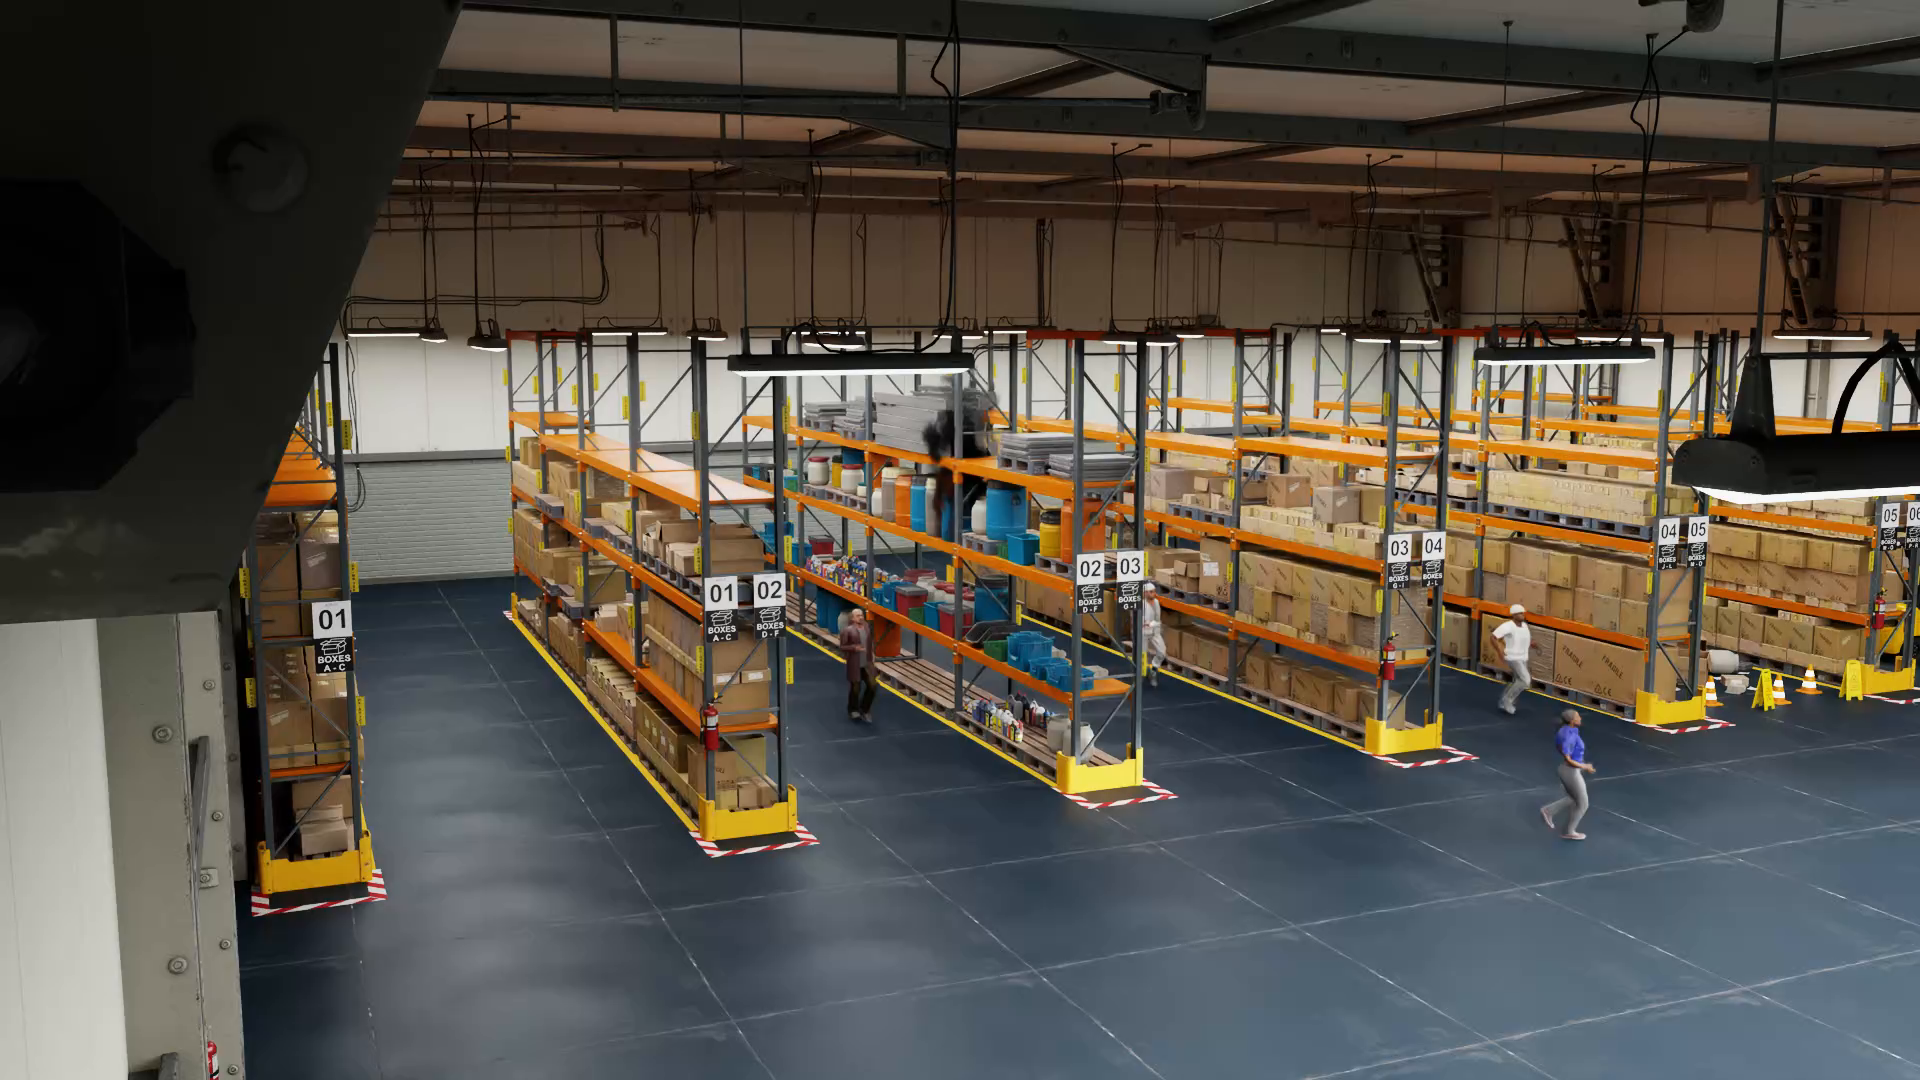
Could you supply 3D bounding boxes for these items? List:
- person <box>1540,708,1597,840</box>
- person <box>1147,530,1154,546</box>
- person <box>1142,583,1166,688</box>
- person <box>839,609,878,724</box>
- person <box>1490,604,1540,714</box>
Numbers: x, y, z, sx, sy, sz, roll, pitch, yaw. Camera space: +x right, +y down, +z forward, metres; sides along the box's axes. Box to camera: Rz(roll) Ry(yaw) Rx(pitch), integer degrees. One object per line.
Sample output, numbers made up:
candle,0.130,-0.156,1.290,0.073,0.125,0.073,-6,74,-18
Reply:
person,7.356,2.823,20.066,0.563,1.593,0.573,2,8,11
person,4.713,-0.179,41.830,0.683,1.769,0.744,0,8,-2
person,3.229,1.616,28.225,0.643,1.796,0.805,-4,9,-28
person,-1.537,1.965,25.774,0.688,1.814,0.754,-4,9,-27
person,8.821,1.887,26.293,0.676,1.742,0.673,-6,10,-39
